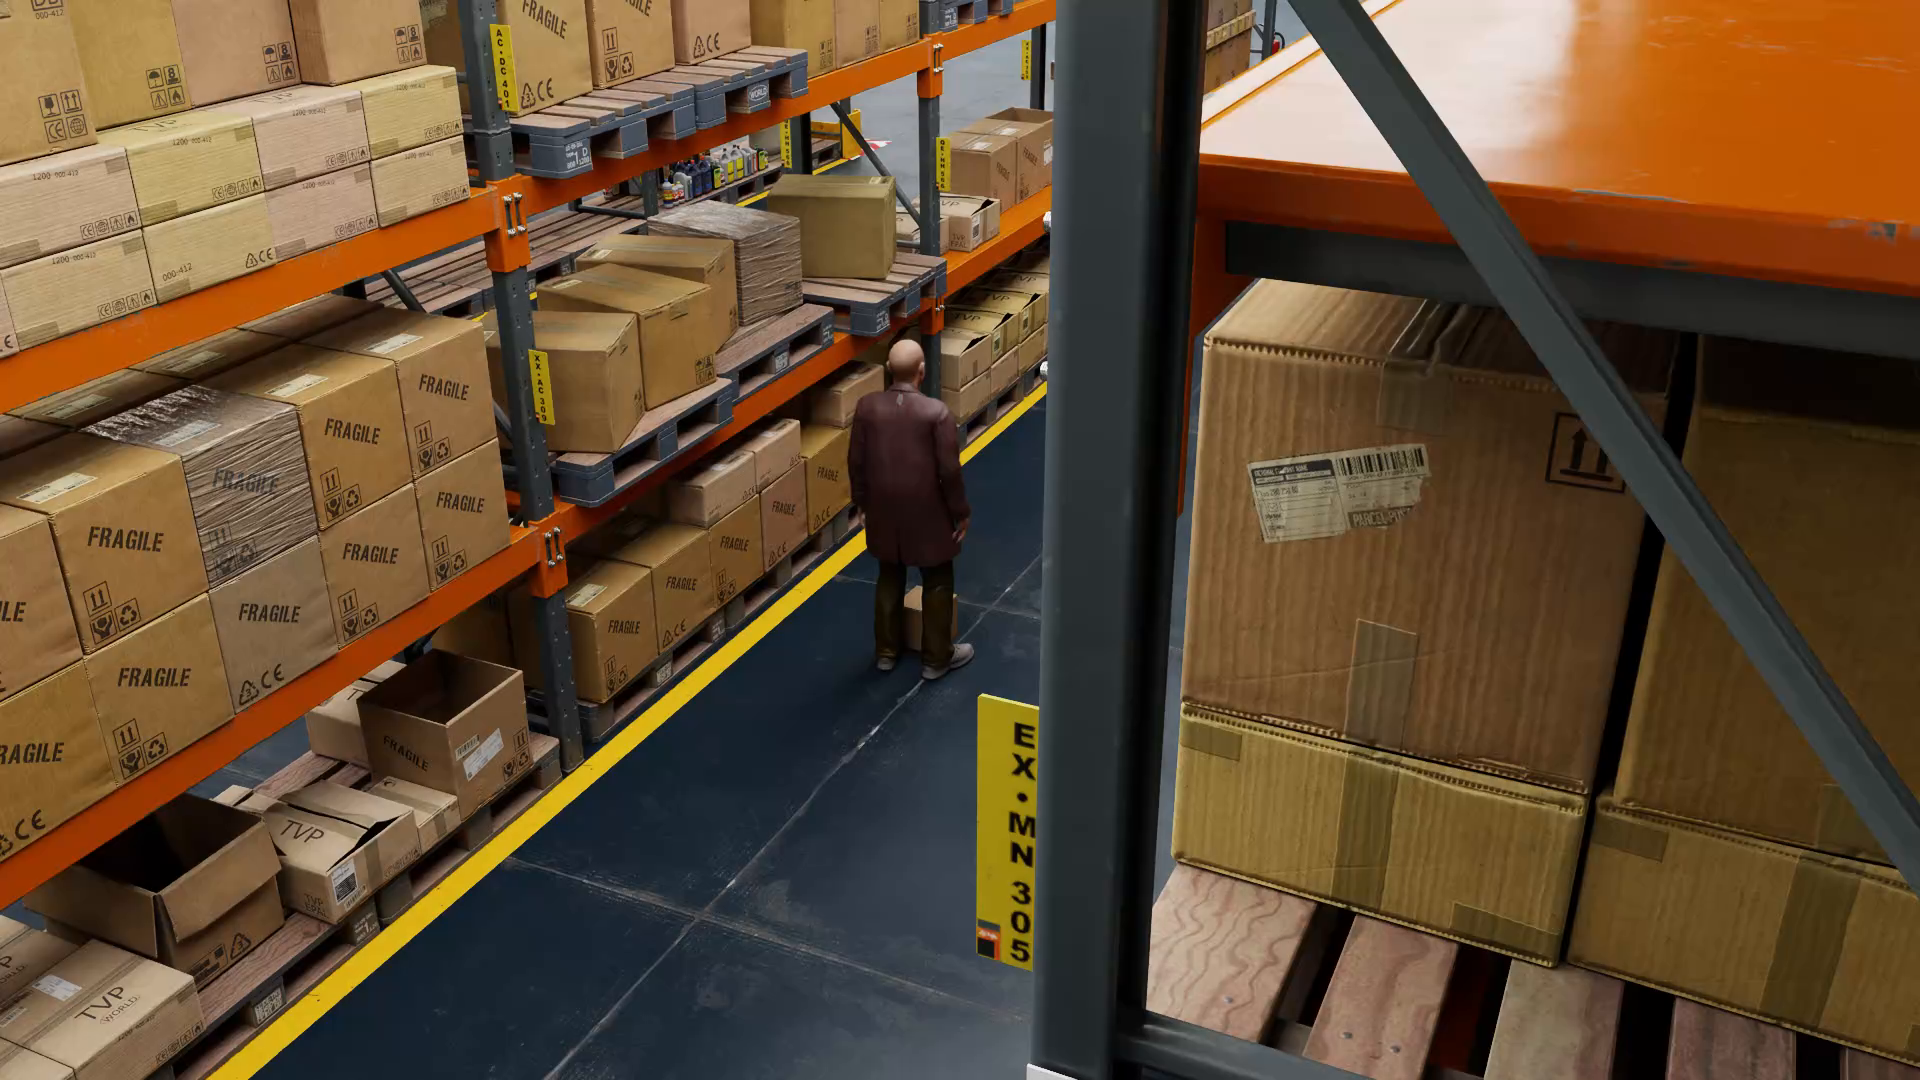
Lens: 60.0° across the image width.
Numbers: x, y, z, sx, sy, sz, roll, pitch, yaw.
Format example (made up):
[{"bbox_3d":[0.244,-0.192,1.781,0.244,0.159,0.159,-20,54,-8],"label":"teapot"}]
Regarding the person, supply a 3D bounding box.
[{"bbox_3d":[-0.254,-0.151,8.442,0.647,1.773,0.430,10,27,19],"label":"person"}]
